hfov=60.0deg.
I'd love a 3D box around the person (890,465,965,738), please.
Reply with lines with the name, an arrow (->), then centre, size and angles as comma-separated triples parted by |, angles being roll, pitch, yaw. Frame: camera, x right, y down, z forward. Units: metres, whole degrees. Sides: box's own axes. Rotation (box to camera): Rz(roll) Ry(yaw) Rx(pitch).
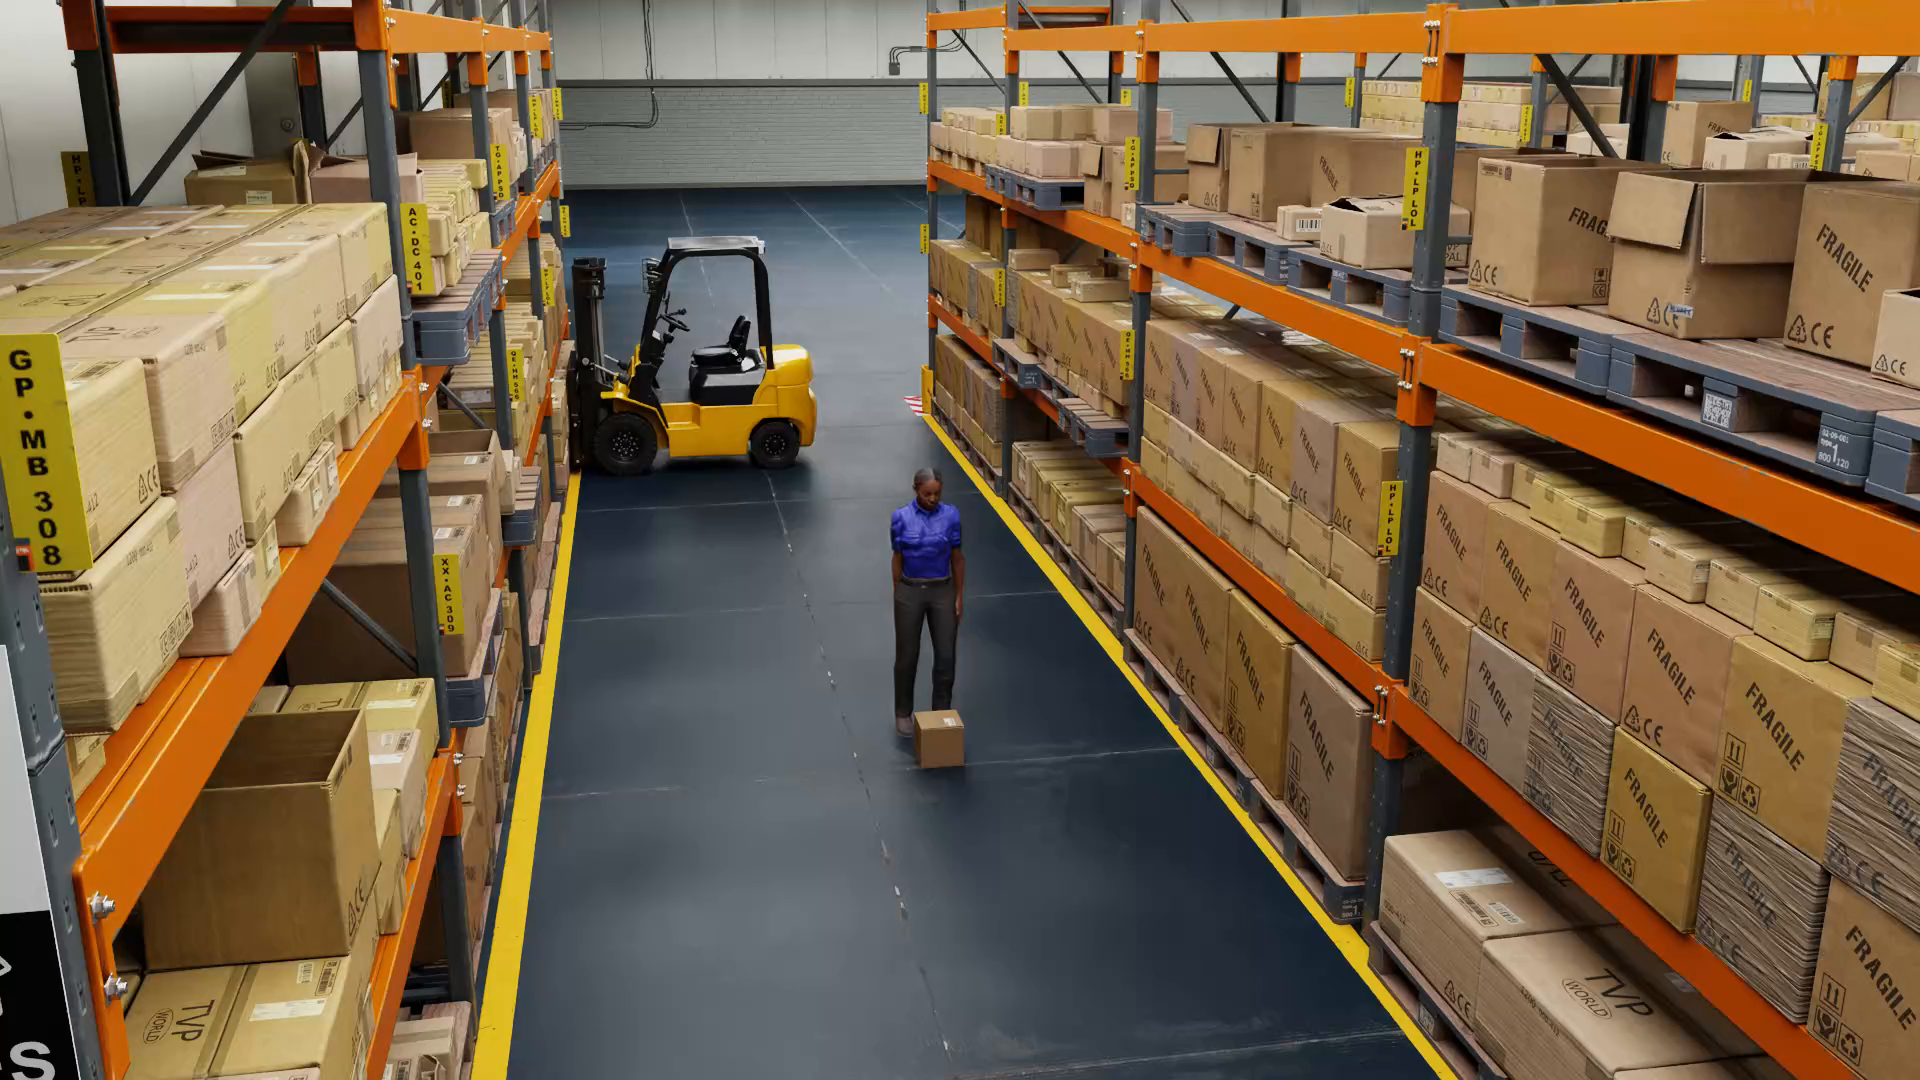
person -> -0.187, 0.356, 9.881 | 0.440, 1.658, 0.305 | -3, 17, -9
